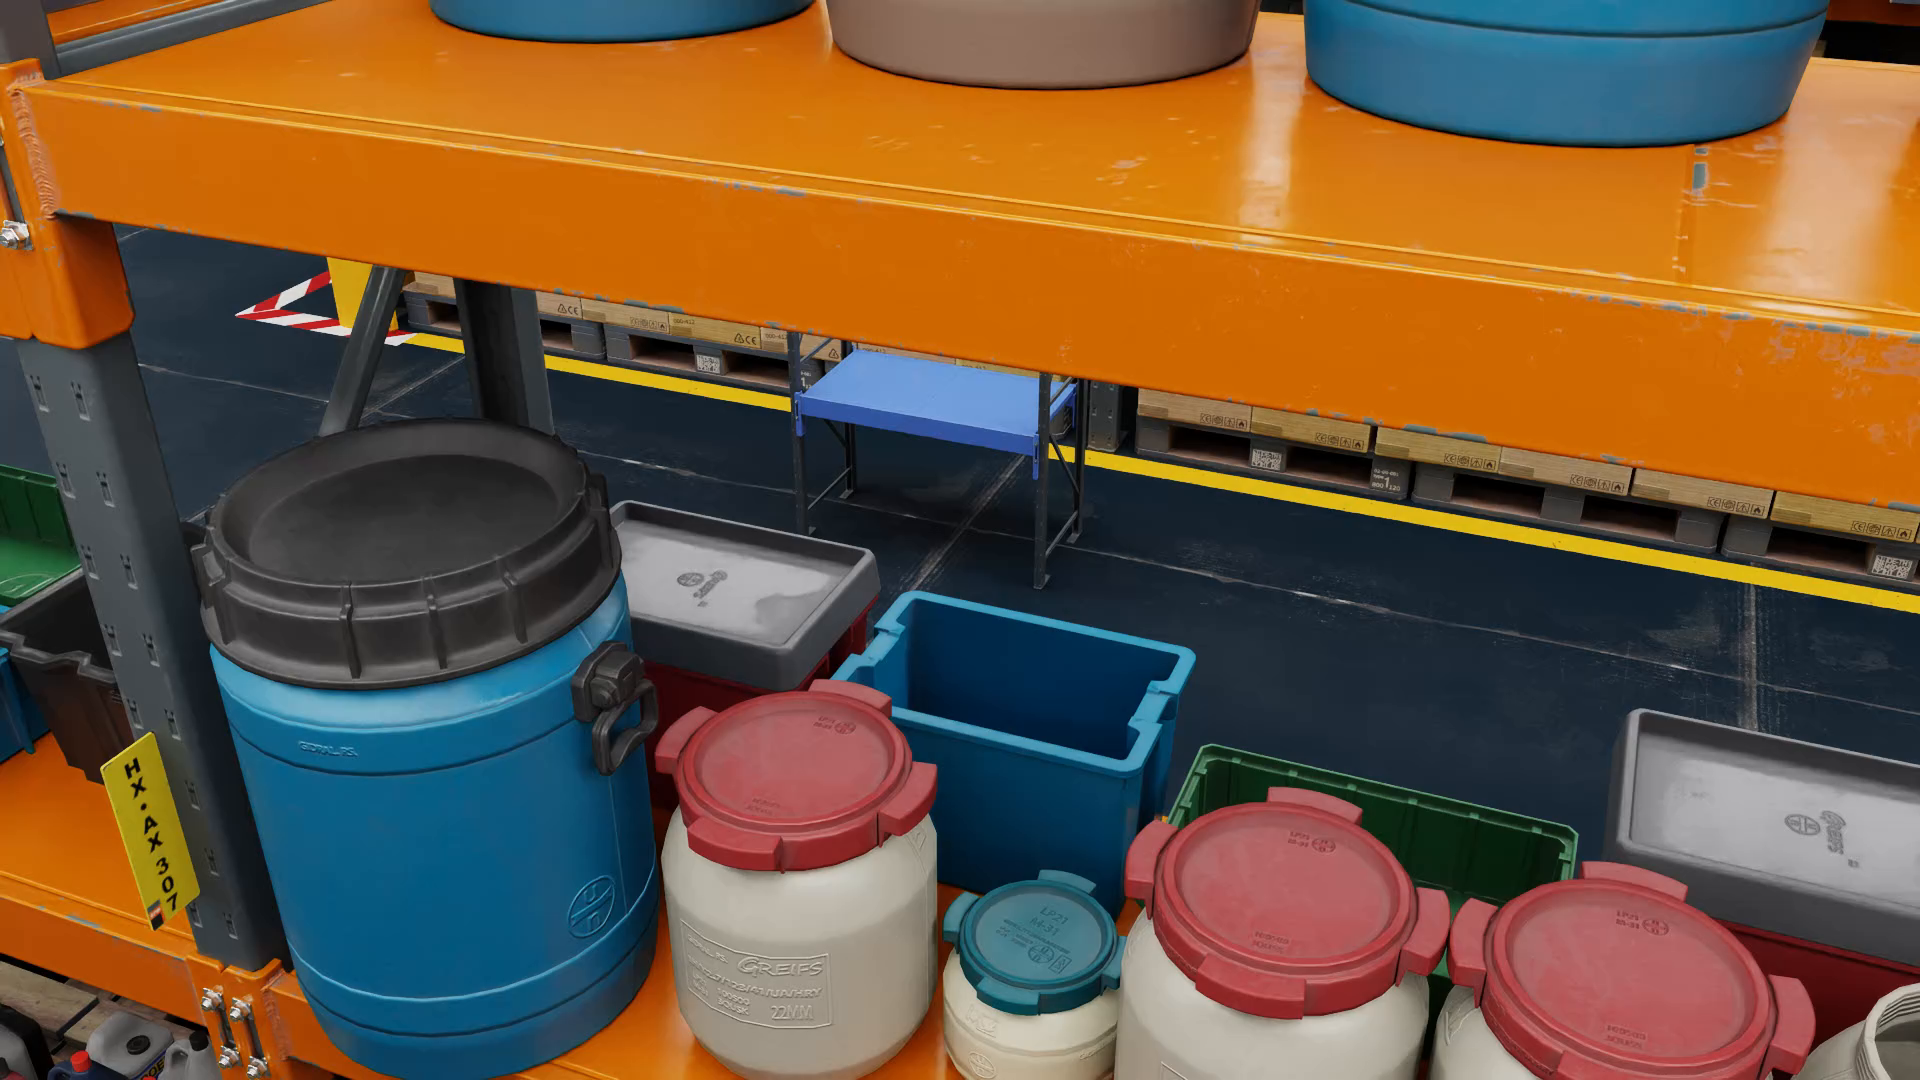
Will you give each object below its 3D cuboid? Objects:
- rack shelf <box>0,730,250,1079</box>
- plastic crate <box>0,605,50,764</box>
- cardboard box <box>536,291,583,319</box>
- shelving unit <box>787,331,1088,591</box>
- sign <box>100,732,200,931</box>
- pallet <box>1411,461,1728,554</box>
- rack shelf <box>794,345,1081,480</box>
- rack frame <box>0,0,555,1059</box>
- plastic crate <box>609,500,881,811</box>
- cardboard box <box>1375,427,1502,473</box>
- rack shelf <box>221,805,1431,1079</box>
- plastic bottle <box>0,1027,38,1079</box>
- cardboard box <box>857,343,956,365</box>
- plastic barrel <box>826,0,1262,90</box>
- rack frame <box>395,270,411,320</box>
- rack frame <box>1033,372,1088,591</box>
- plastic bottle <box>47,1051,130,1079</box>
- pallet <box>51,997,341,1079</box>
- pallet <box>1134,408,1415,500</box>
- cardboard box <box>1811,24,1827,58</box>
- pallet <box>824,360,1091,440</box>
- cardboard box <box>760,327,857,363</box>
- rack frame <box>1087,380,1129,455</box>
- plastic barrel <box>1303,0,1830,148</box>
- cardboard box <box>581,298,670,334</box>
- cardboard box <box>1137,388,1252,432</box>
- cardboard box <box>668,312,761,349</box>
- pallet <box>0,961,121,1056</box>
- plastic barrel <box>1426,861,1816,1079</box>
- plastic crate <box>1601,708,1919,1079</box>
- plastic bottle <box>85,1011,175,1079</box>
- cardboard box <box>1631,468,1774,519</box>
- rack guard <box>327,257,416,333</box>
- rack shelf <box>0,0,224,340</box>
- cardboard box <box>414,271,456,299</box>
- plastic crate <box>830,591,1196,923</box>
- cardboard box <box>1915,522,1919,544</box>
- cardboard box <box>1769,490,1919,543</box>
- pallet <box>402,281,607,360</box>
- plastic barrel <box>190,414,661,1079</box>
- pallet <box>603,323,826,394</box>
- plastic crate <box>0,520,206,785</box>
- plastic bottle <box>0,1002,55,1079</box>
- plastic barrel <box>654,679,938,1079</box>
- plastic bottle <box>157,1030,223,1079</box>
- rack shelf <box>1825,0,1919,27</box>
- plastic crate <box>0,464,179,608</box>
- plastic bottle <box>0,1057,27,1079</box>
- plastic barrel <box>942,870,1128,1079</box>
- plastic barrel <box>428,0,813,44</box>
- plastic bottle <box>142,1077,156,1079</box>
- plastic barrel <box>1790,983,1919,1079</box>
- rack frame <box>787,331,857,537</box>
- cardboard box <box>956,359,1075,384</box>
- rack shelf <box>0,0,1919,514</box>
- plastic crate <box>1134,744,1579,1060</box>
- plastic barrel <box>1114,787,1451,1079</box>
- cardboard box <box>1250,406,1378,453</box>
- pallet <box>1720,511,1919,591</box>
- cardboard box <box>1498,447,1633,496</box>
[{"bbox_3d":[-2.902,0.275,3.947,4.000,0.370,1.077,11,31,19],"label":"rack shelf"},{"bbox_3d":[-2.176,0.315,3.295,0.616,0.251,0.499,11,31,19],"label":"plastic crate"},{"bbox_3d":[-2.012,-1.361,8.476,0.500,0.250,0.500,11,31,19],"label":"cardboard box"},{"bbox_3d":[-0.079,-0.669,6.409,1.048,1.500,0.538,11,31,19],"label":"shelving unit"},{"bbox_3d":[-1.266,0.460,2.607,0.005,0.325,0.100,11,31,19],"label":"sign"},{"bbox_3d":[2.649,-0.369,7.188,1.213,0.211,1.003,11,31,19],"label":"pallet"},{"bbox_3d":[-0.079,-0.512,6.497,1.000,0.185,0.538,11,31,19],"label":"rack shelf"},{"bbox_3d":[-1.050,0.333,3.112,0.053,2.616,0.949,11,31,19],"label":"rack frame"},{"bbox_3d":[-0.485,0.254,3.188,0.583,0.464,0.402,11,31,19],"label":"plastic crate"},{"bbox_3d":[2.052,-0.535,7.015,0.500,0.250,0.500,10,31,18],"label":"cardboard box"},{"bbox_3d":[0.804,1.015,2.637,4.000,0.370,1.077,11,31,19],"label":"rack shelf"},{"bbox_3d":[-2.231,1.210,3.805,0.185,0.351,0.144,11,31,19],"label":"plastic bottle"},{"bbox_3d":[-0.155,-0.995,7.830,0.500,0.250,0.500,11,31,19],"label":"cardboard box"},{"bbox_3d":[0.110,-1.076,2.048,0.600,0.901,0.600,0,29,0],"label":"plastic barrel"},{"bbox_3d":[-2.890,-2.666,8.419,0.127,3.000,1.000,11,31,19],"label":"rack frame"},{"bbox_3d":[0.392,-0.575,6.242,0.032,1.500,0.500,11,31,19],"label":"rack frame"},{"bbox_3d":[-1.932,1.270,3.700,0.185,0.351,0.144,10,31,17],"label":"plastic bottle"},{"bbox_3d":[-1.655,1.402,4.055,1.213,0.211,1.003,11,31,19],"label":"pallet"},{"bbox_3d":[1.514,-0.594,7.586,1.213,0.211,1.003,11,31,19],"label":"pallet"},{"bbox_3d":[5.191,-3.119,10.551,0.500,0.250,0.500,12,32,20],"label":"cardboard box"},{"bbox_3d":[0.096,-0.879,8.090,1.213,0.211,1.003,11,31,19],"label":"pallet"},{"bbox_3d":[-0.623,-1.081,7.982,0.500,0.250,0.500,11,31,19],"label":"cardboard box"},{"bbox_3d":[0.817,-1.926,7.110,0.127,3.000,1.000,11,31,19],"label":"rack frame"},{"bbox_3d":[0.716,-0.955,1.834,0.708,0.901,0.600,11,31,19],"label":"plastic barrel"},{"bbox_3d":[-1.548,-1.268,8.312,0.500,0.250,0.500,11,31,19],"label":"cardboard box"},{"bbox_3d":[1.098,-0.725,7.351,0.500,0.250,0.500,11,31,18],"label":"cardboard box"},{"bbox_3d":[-1.087,-1.173,8.145,0.500,0.250,0.500,11,31,19],"label":"cardboard box"},{"bbox_3d":[-2.790,1.177,4.453,1.213,0.211,1.003,11,31,19],"label":"pallet"},{"bbox_3d":[0.836,0.765,2.210,0.433,0.535,0.433,0,29,0],"label":"plastic barrel"},{"bbox_3d":[1.275,0.605,2.566,0.583,0.464,0.402,11,31,19],"label":"plastic crate"},{"bbox_3d":[-1.899,1.230,3.846,0.135,0.276,0.152,11,31,19],"label":"plastic bottle"},{"bbox_3d":[3.000,-0.346,6.682,0.500,0.250,0.500,12,32,20],"label":"cardboard box"},{"bbox_3d":[-2.912,-1.583,9.042,0.348,0.500,1.175,11,31,19],"label":"rack guard"},{"bbox_3d":[-2.902,-1.031,3.209,4.000,0.370,1.077,11,31,19],"label":"rack shelf"},{"bbox_3d":[-2.476,-1.451,8.637,0.500,0.250,0.500,11,31,19],"label":"cardboard box"},{"bbox_3d":[0.090,0.401,3.009,0.575,0.384,0.392,11,31,19],"label":"plastic crate"},{"bbox_3d":[3.944,-0.158,6.349,0.500,0.250,0.500,12,32,20],"label":"cardboard box"},{"bbox_3d":[3.465,-0.252,6.515,0.500,0.250,0.500,11,31,19],"label":"cardboard box"},{"bbox_3d":[-2.165,-1.330,8.888,1.213,0.211,1.003,11,31,19],"label":"pallet"},{"bbox_3d":[-0.805,0.323,2.621,0.708,0.901,0.600,11,31,19],"label":"plastic barrel"},{"bbox_3d":[-1.039,-1.104,8.488,1.213,0.211,1.003,11,31,19],"label":"pallet"},{"bbox_3d":[-1.486,0.204,3.404,0.504,0.338,0.767,11,31,19],"label":"plastic crate"},{"bbox_3d":[-2.216,1.188,3.913,0.133,0.283,0.061,11,31,19],"label":"plastic bottle"},{"bbox_3d":[-0.245,0.549,2.592,0.433,0.535,0.433,0,29,0],"label":"plastic barrel"},{"bbox_3d":[-1.700,1.240,3.753,0.185,0.351,0.144,11,31,19],"label":"plastic bottle"},{"bbox_3d":[4.529,-3.502,10.629,4.000,0.370,1.077,11,31,19],"label":"rack shelf"},{"bbox_3d":[-2.201,0.044,3.839,0.662,0.188,0.450,11,31,19],"label":"plastic crate"},{"bbox_3d":[-2.098,1.288,3.736,0.133,0.283,0.061,13,32,22],"label":"plastic bottle"},{"bbox_3d":[0.120,0.707,2.592,0.301,0.262,0.301,0,29,0],"label":"plastic barrel"},{"bbox_3d":[-0.496,-1.197,2.262,0.708,0.901,0.600,11,31,19],"label":"plastic barrel"},{"bbox_3d":[-1.754,1.305,3.637,0.185,0.351,0.144,10,31,18],"label":"plastic bottle"},{"bbox_3d":[1.234,0.852,2.081,0.421,0.512,0.421,0,29,0],"label":"plastic barrel"},{"bbox_3d":[-0.550,-0.763,6.575,0.032,1.500,0.500,11,31,19],"label":"rack frame"},{"bbox_3d":[0.305,-0.898,7.658,0.500,0.250,0.500,11,31,19],"label":"cardboard box"},{"bbox_3d":[0.804,-0.291,1.899,4.000,0.370,1.077,11,31,19],"label":"rack shelf"},{"bbox_3d":[0.671,0.617,2.825,0.662,0.188,0.450,11,31,19],"label":"plastic crate"},{"bbox_3d":[0.435,0.685,2.351,0.433,0.535,0.433,0,29,0],"label":"plastic barrel"},{"bbox_3d":[1.571,-0.629,7.183,0.500,0.250,0.500,12,32,20],"label":"cardboard box"},{"bbox_3d":[3.775,-0.142,6.788,1.213,0.211,1.003,11,31,19],"label":"pallet"},{"bbox_3d":[2.523,-0.440,6.848,0.500,0.250,0.500,12,32,20],"label":"cardboard box"}]
